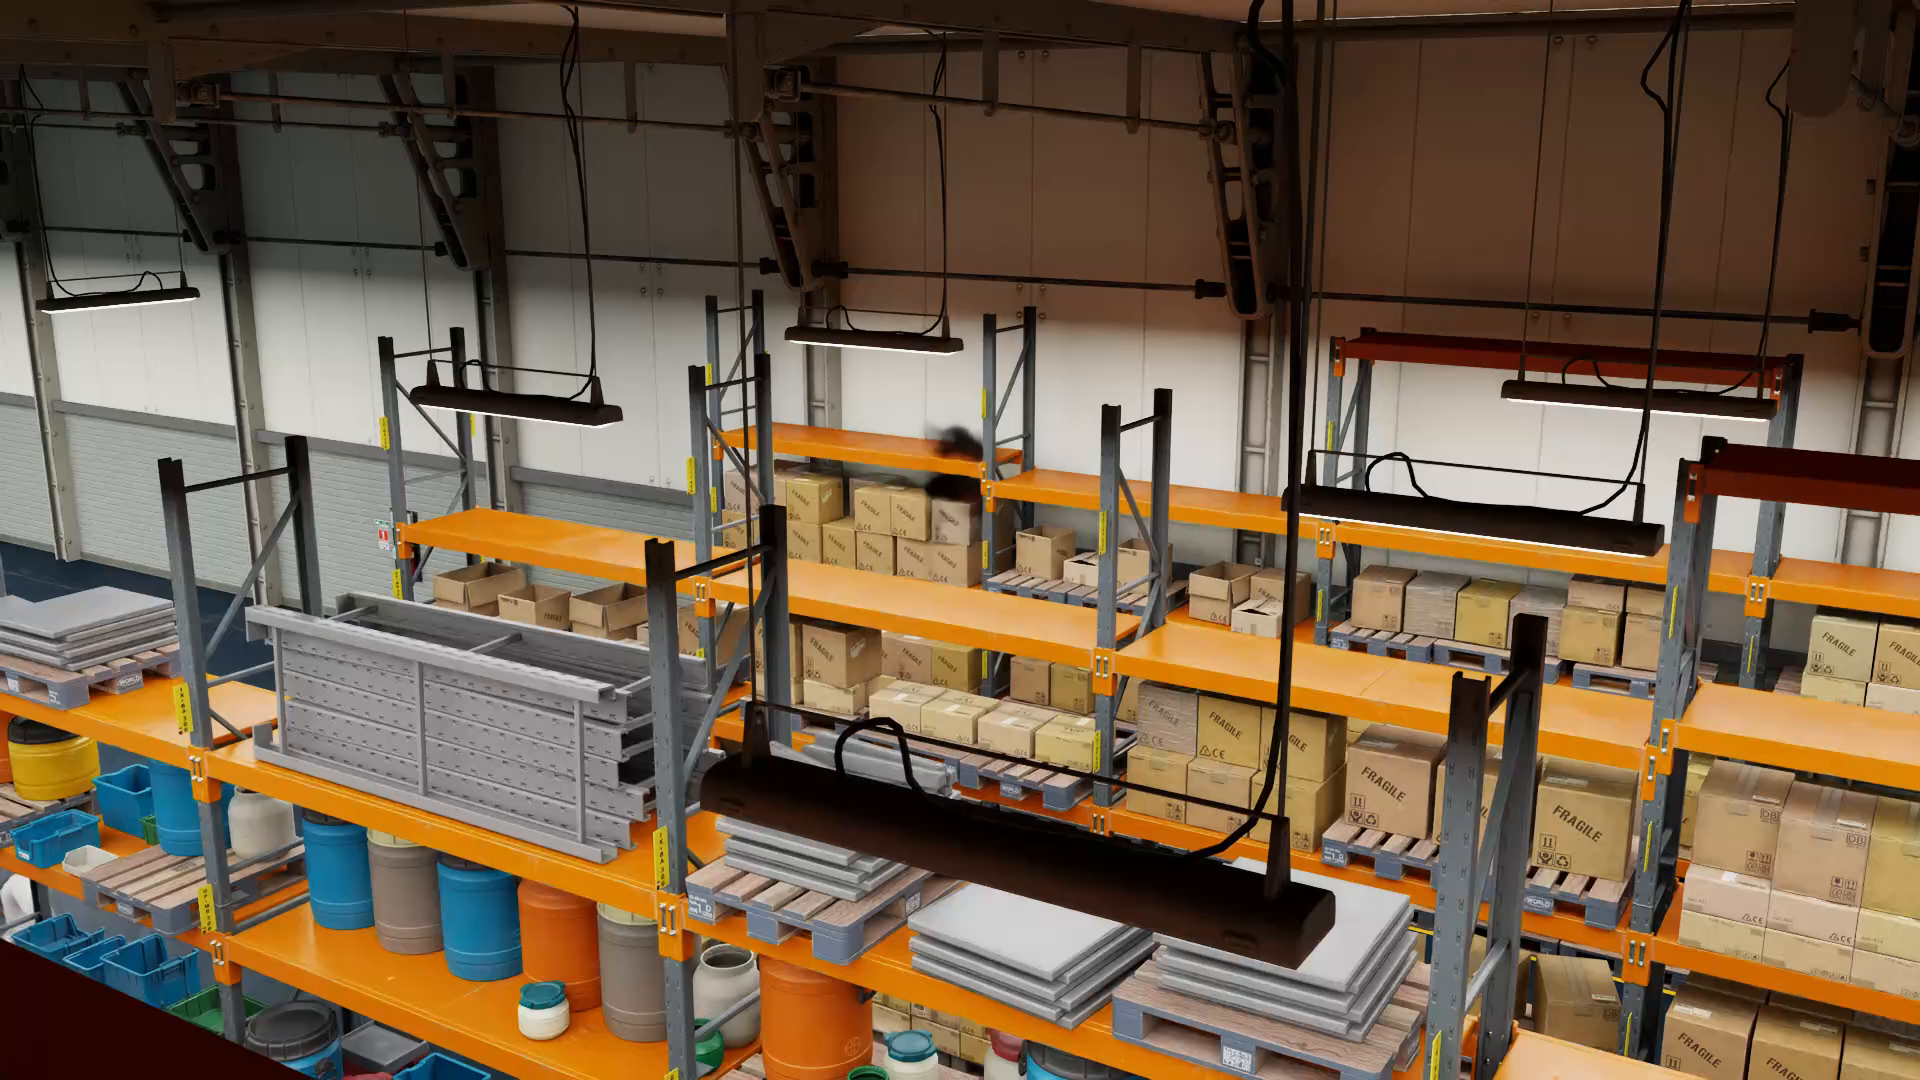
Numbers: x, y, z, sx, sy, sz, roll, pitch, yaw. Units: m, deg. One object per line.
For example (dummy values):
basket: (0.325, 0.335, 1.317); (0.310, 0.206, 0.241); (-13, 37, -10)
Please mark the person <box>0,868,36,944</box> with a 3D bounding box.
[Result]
person: (-8.461, 3.626, 15.145); (0.716, 1.750, 0.771); (-1, 14, -5)
